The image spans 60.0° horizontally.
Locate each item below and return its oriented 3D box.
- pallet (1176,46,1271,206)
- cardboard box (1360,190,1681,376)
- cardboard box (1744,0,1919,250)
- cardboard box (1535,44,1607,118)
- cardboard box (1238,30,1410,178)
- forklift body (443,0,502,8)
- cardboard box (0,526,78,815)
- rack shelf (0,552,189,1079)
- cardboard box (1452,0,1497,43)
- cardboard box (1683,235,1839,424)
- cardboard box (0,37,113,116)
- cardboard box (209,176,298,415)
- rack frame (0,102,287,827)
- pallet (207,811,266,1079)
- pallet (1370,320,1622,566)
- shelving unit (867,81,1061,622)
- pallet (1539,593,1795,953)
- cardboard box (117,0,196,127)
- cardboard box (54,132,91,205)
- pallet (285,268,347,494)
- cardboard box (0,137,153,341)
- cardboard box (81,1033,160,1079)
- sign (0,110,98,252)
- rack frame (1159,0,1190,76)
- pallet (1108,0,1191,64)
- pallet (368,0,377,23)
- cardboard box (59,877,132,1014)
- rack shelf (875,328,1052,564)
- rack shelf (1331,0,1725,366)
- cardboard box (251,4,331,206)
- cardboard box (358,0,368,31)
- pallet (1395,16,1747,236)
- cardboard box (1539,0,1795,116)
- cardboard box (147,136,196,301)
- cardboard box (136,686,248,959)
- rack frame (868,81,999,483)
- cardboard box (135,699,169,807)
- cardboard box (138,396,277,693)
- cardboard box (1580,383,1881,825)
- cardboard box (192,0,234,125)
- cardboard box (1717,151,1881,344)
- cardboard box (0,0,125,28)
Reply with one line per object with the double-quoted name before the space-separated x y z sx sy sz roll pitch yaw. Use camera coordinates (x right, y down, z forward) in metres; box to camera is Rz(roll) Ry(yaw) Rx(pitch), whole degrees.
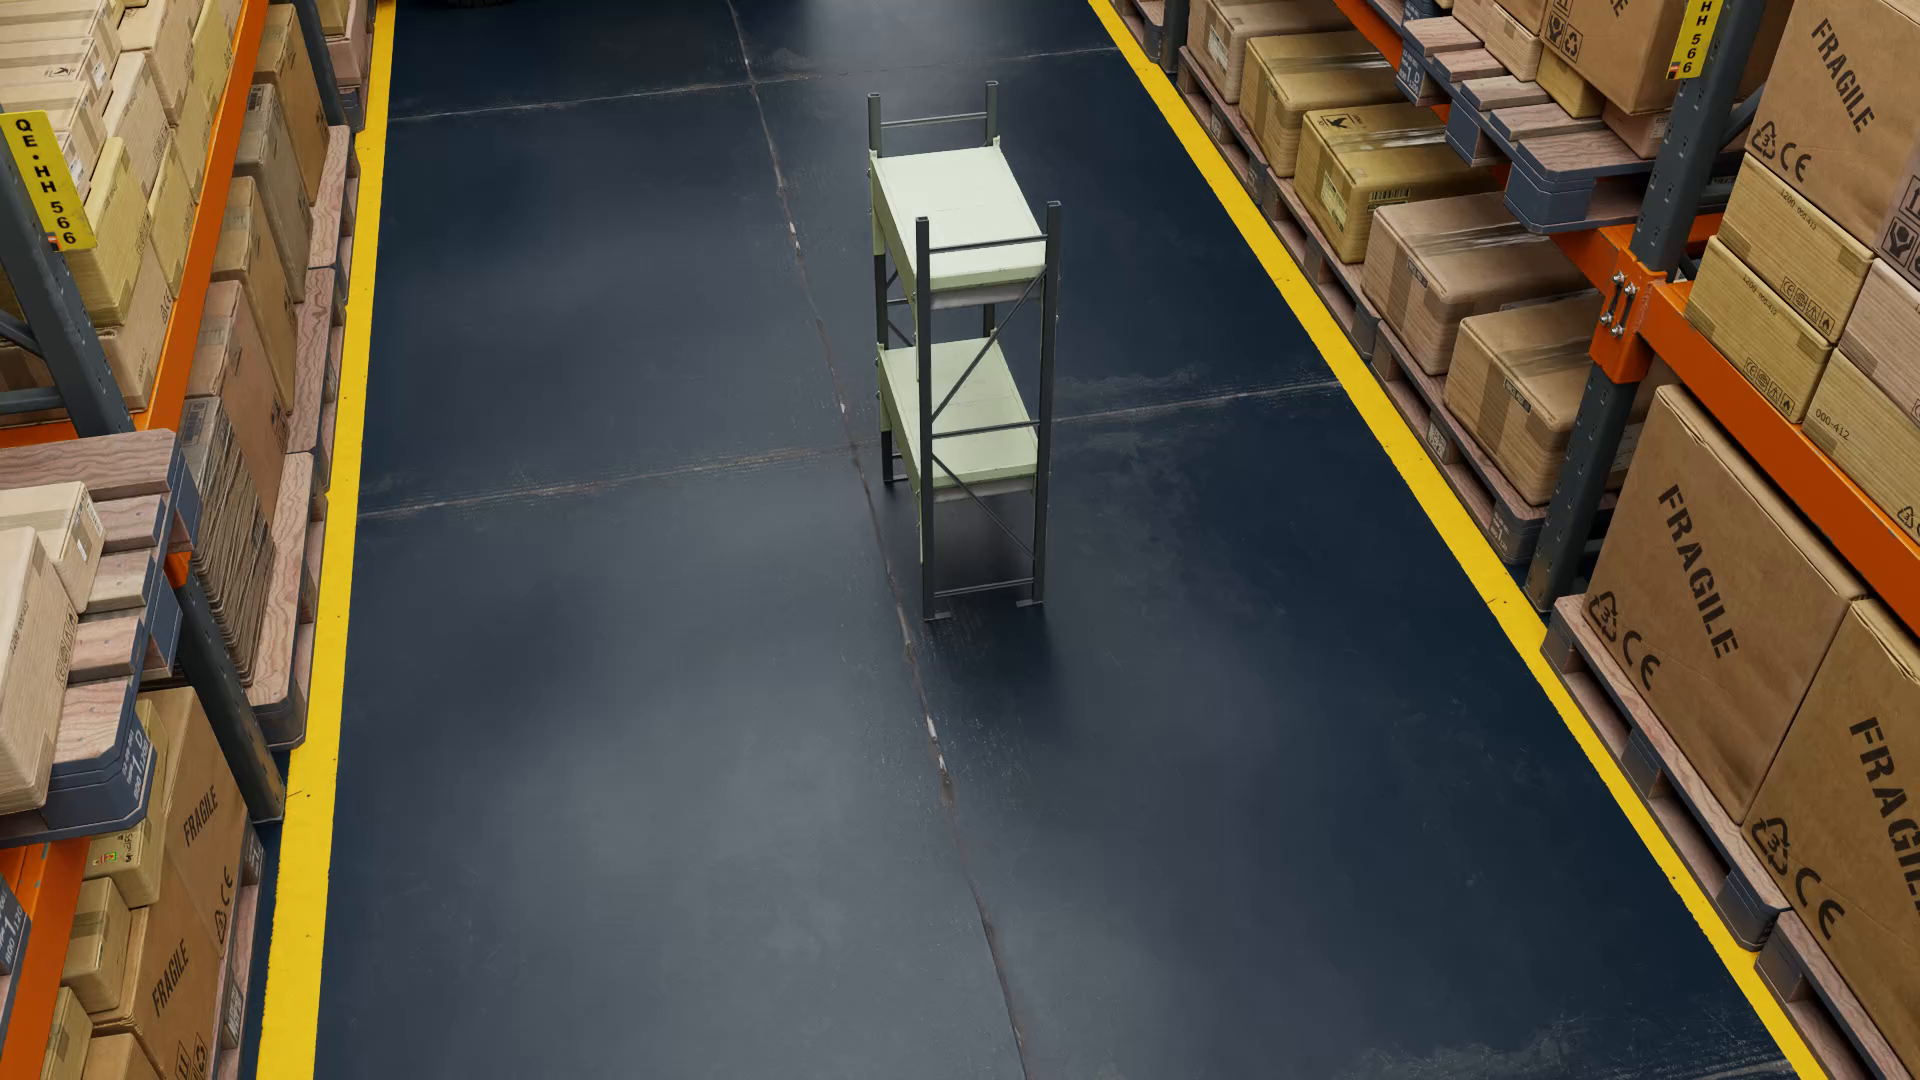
"pallet" 1.686 -2.030 7.878 1.003 0.211 1.213 -8 42 -9
"cardboard box" 2.101 -1.004 6.284 0.950 0.372 0.625 -9 42 -10
"cardboard box" 2.248 -1.041 3.835 0.500 0.500 0.500 -10 43 -11
"cardboard box" 1.951 -1.390 4.929 0.380 0.149 0.250 -8 42 -9
"cardboard box" 1.791 -1.947 7.346 0.950 0.372 0.625 -6 42 -7
"forklift body" -2.002 -4.171 8.829 2.313 2.155 1.214 -8 42 -9
"cardboard box" -1.922 0.266 2.988 0.500 0.250 0.500 -10 43 -11
"rack shelf" -2.034 1.295 2.574 1.077 0.370 4.000 -8 42 -9
"cardboard box" 1.806 -1.711 5.291 0.380 0.149 0.250 -10 43 -11
"cardboard box" 2.240 -0.575 4.251 0.500 0.250 0.500 -9 42 -10
"cardboard box" -2.386 -1.135 4.206 0.380 0.149 0.250 -7 42 -8
"cardboard box" -2.881 -0.805 5.870 0.875 0.625 0.625 -10 43 -11
"rack frame" -2.466 -0.271 3.796 1.000 3.000 0.127 -8 42 -9
"pallet" -2.342 1.261 4.170 1.003 0.211 1.213 -8 42 -9
"pallet" 2.213 -0.448 6.096 1.003 0.211 1.213 -8 42 -9
"shelving unit" -0.001 -0.565 5.257 0.431 1.500 0.755 -8 42 -9
"pallet" 2.477 0.580 4.937 1.003 0.211 1.213 -8 42 -9
"cardboard box" -2.525 -1.391 4.794 0.500 0.250 0.500 -9 42 -10
"cardboard box" -2.247 -0.800 3.827 0.380 0.149 0.250 -7 42 -8
"pallet" -2.865 -0.557 6.218 1.003 0.211 1.213 -8 42 -9
"cardboard box" -2.299 -0.728 4.047 0.500 0.250 0.500 -8 42 -9
"cardboard box" -1.951 1.415 3.463 0.500 0.500 0.500 -7 42 -7
"sign" -1.938 -0.758 3.532 0.100 0.325 0.005 -8 42 -9
"rack frame" 1.517 -3.577 7.521 1.000 3.000 0.127 -8 42 -9
"pallet" 1.337 -2.965 8.931 1.003 0.211 1.213 -8 42 -9
"pallet" -3.727 -3.135 9.122 1.003 0.211 1.213 -8 42 -9
"cardboard box" -2.009 0.898 3.557 0.380 0.149 0.250 -10 43 -11
"rack shelf" -0.001 -0.321 5.473 0.431 0.370 0.720 -8 42 -9
"rack shelf" 1.948 -2.012 6.299 1.077 0.370 4.000 -8 42 -9
"cardboard box" -3.206 -1.796 6.986 0.875 0.625 0.625 -7 42 -7
"cardboard box" -3.235 -2.680 8.265 0.500 0.250 0.500 -9 42 -10
"pallet" 2.122 -1.360 5.167 1.213 0.211 1.003 -8 42 -9
"cardboard box" 2.010 -1.545 4.615 0.500 0.500 0.500 -9 42 -11
"cardboard box" -2.427 -0.864 4.577 0.500 0.250 0.500 -9 42 -10
"cardboard box" -2.165 0.750 4.212 0.500 0.500 0.500 -7 42 -8
"rack frame" -0.080 -0.802 5.524 0.400 1.500 0.023 -8 42 -9
"cardboard box" -2.112 0.548 3.951 0.380 0.149 0.250 -10 43 -11
"cardboard box" -2.587 0.054 4.902 0.875 0.625 0.625 -7 42 -8
"cardboard box" 2.448 0.113 4.648 0.875 0.875 0.875 -9 42 -10
"cardboard box" -2.655 -1.534 5.331 0.500 0.250 0.500 -7 42 -8
"cardboard box" 2.248 -0.752 4.074 0.500 0.250 0.500 -9 42 -10
"cardboard box" -2.539 -1.462 4.573 0.380 0.149 0.250 -8 42 -9
